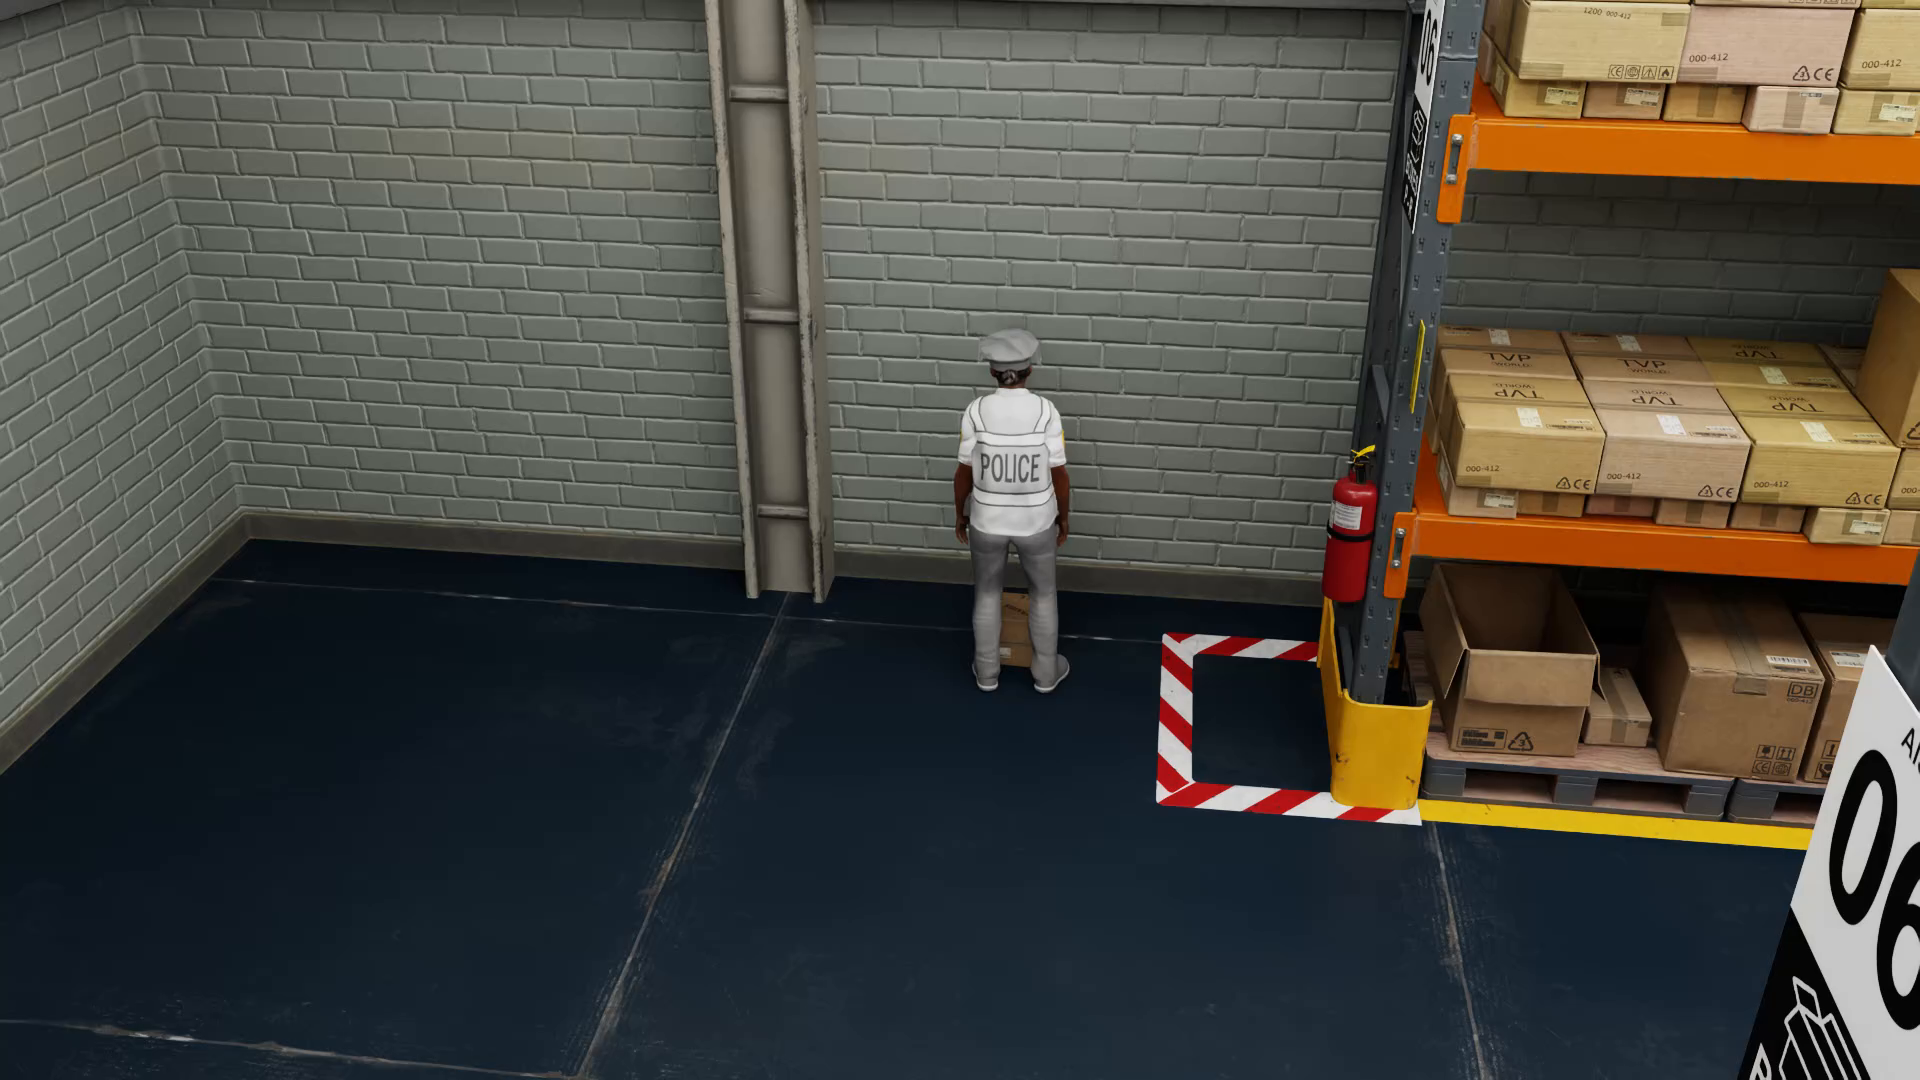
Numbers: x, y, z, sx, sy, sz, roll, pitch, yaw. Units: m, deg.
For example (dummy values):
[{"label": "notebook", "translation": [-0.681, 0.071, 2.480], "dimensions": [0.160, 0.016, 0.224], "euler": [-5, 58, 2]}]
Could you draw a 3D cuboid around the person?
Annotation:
[{"label": "person", "translation": [0.238, -0.087, 7.282], "dimensions": [0.527, 1.662, 0.394], "euler": [2, 29, 4]}]
